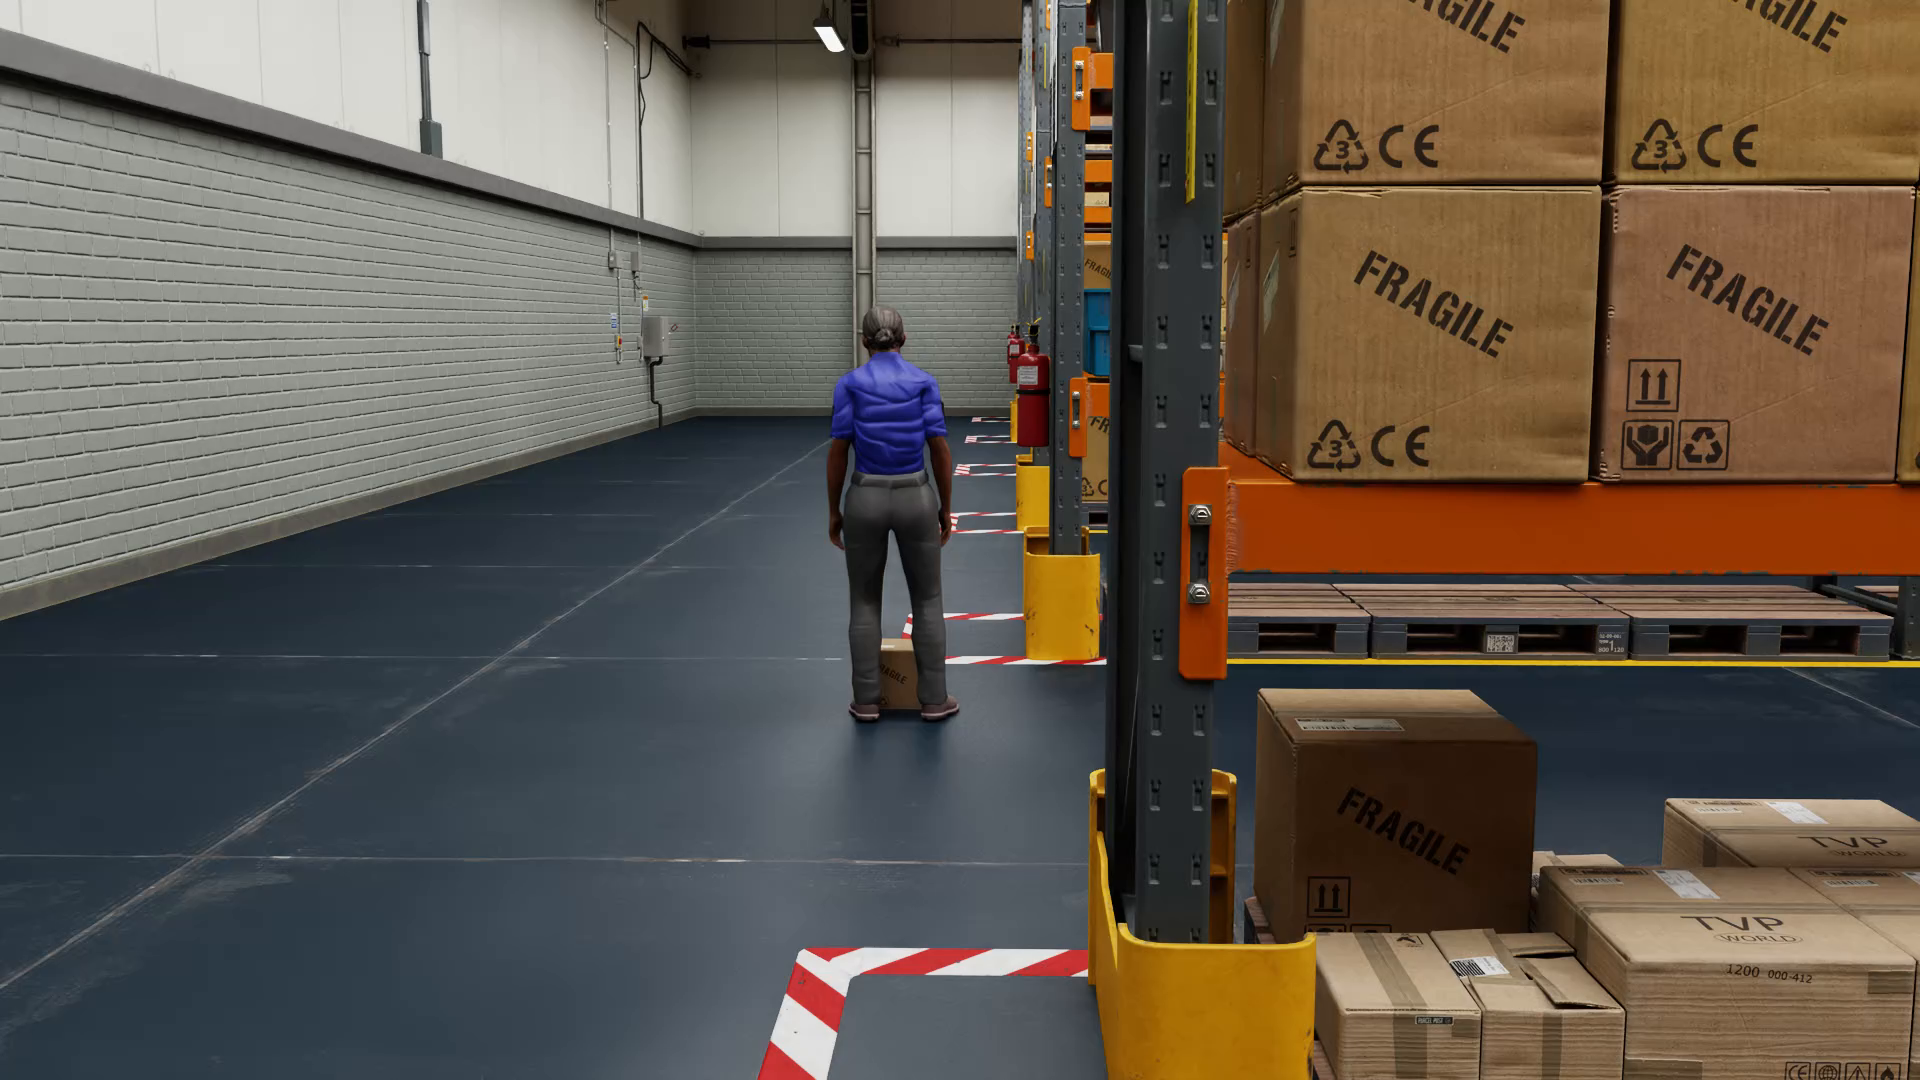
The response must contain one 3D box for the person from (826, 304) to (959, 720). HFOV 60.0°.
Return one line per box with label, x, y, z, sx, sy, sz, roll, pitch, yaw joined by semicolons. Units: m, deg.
person;-0.265;-0.106;6.627;0.528;1.653;0.351;0;7;-2
